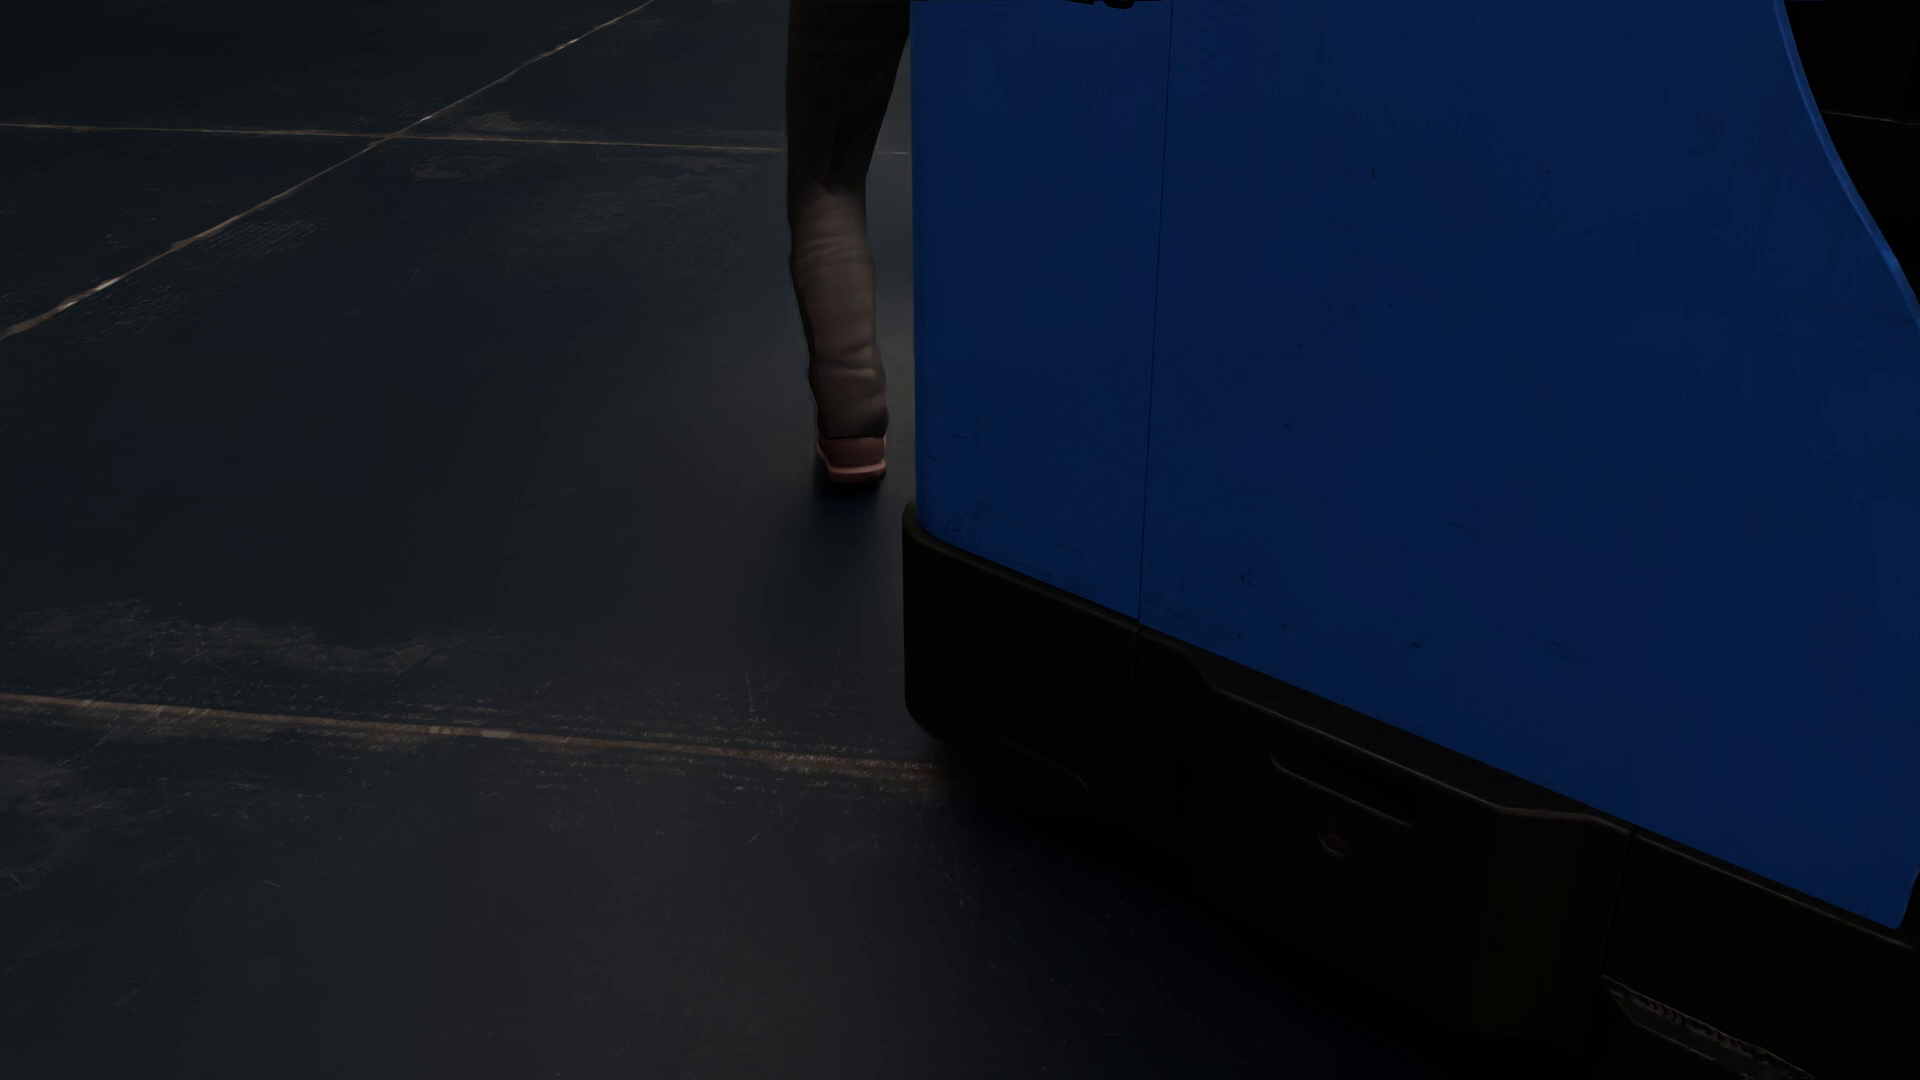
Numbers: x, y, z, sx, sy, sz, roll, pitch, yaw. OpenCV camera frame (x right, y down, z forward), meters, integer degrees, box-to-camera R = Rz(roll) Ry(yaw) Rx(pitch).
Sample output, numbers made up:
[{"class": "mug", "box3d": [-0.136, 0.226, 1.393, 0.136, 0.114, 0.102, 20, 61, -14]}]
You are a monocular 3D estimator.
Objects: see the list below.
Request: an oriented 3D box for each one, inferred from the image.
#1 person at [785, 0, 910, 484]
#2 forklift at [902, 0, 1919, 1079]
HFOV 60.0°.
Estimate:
[{"class": "person", "box3d": [-0.008, -0.947, 2.654, 0.663, 1.589, 0.769, -3, 27, -5]}, {"class": "forklift", "box3d": [1.368, -0.779, 0.777, 3.031, 2.935, 1.130, 22, 34, 37]}]
